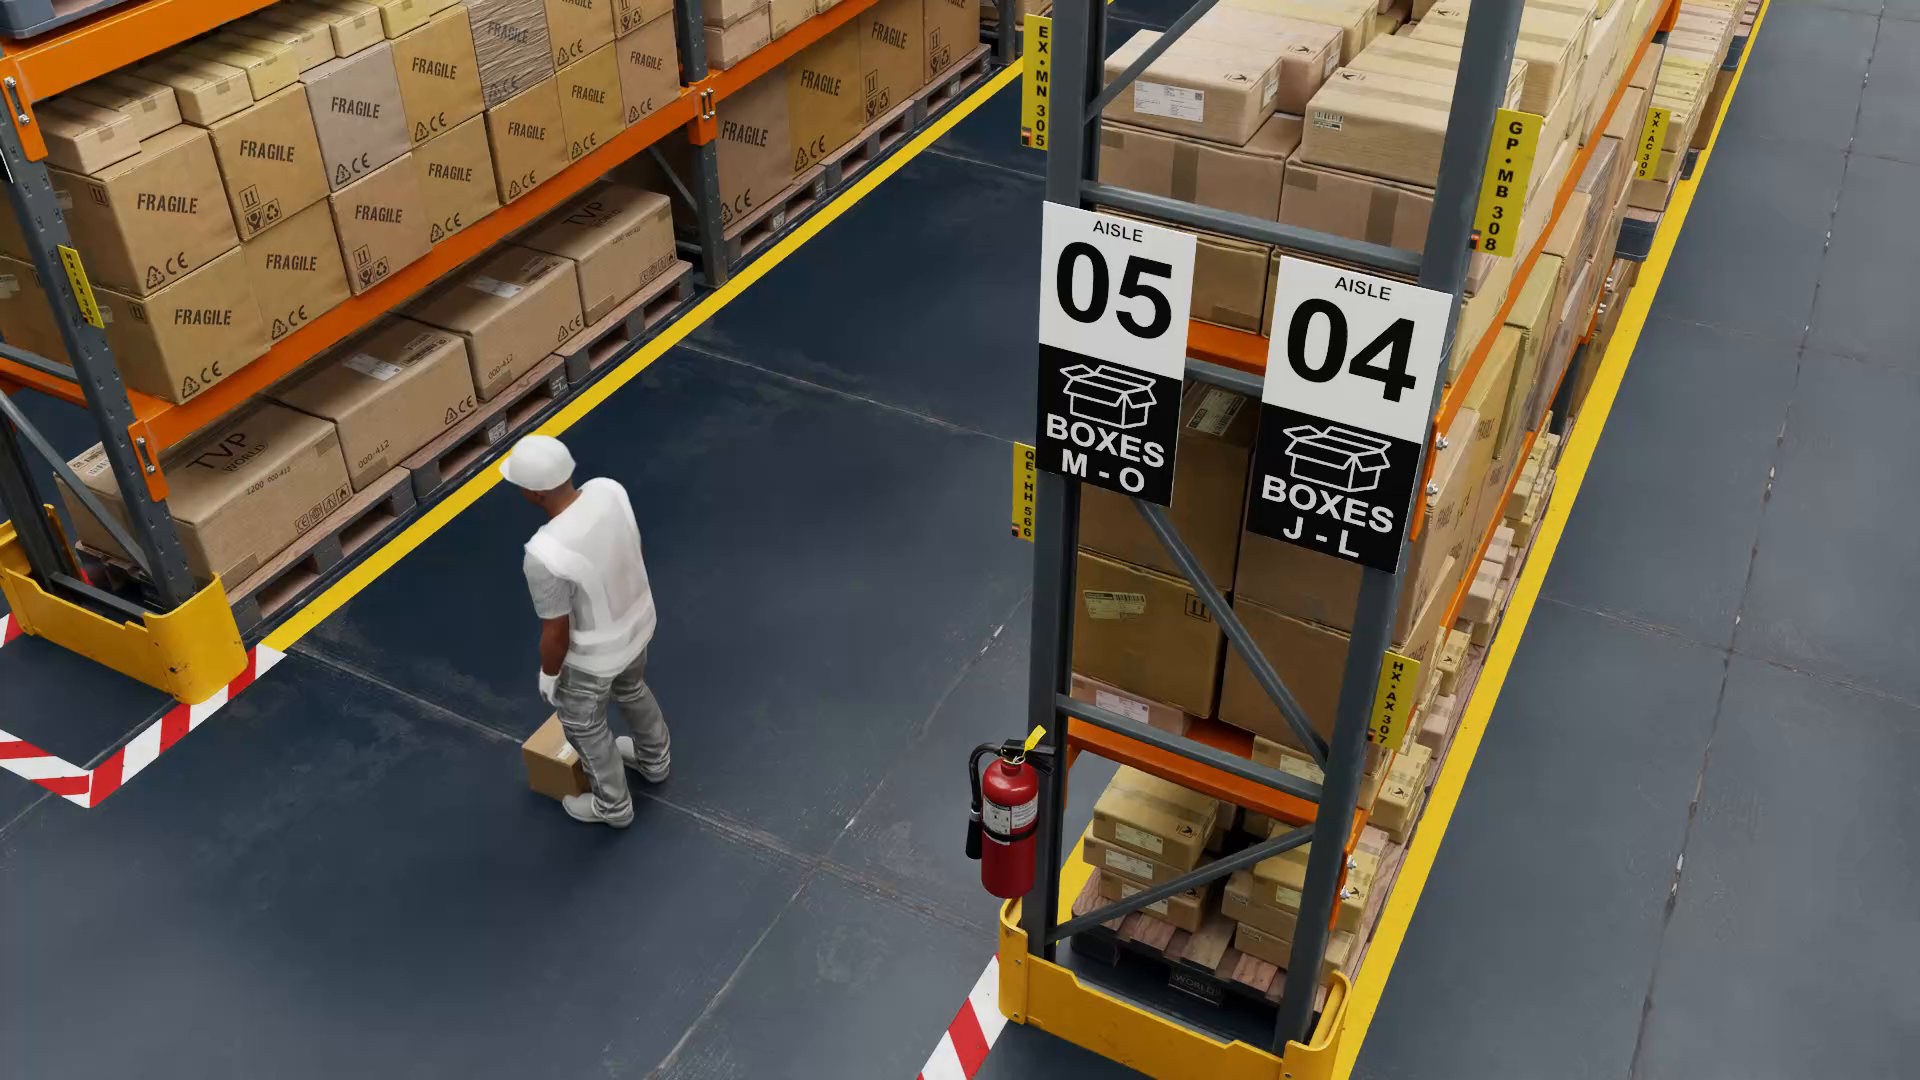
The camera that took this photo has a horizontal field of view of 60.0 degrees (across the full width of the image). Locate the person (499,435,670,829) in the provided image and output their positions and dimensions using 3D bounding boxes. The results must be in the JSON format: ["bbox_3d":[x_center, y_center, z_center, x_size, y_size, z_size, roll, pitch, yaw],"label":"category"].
[{"bbox_3d":[-1.392,0.354,6.283,0.453,1.772,0.615,16,40,19],"label":"person"}]
